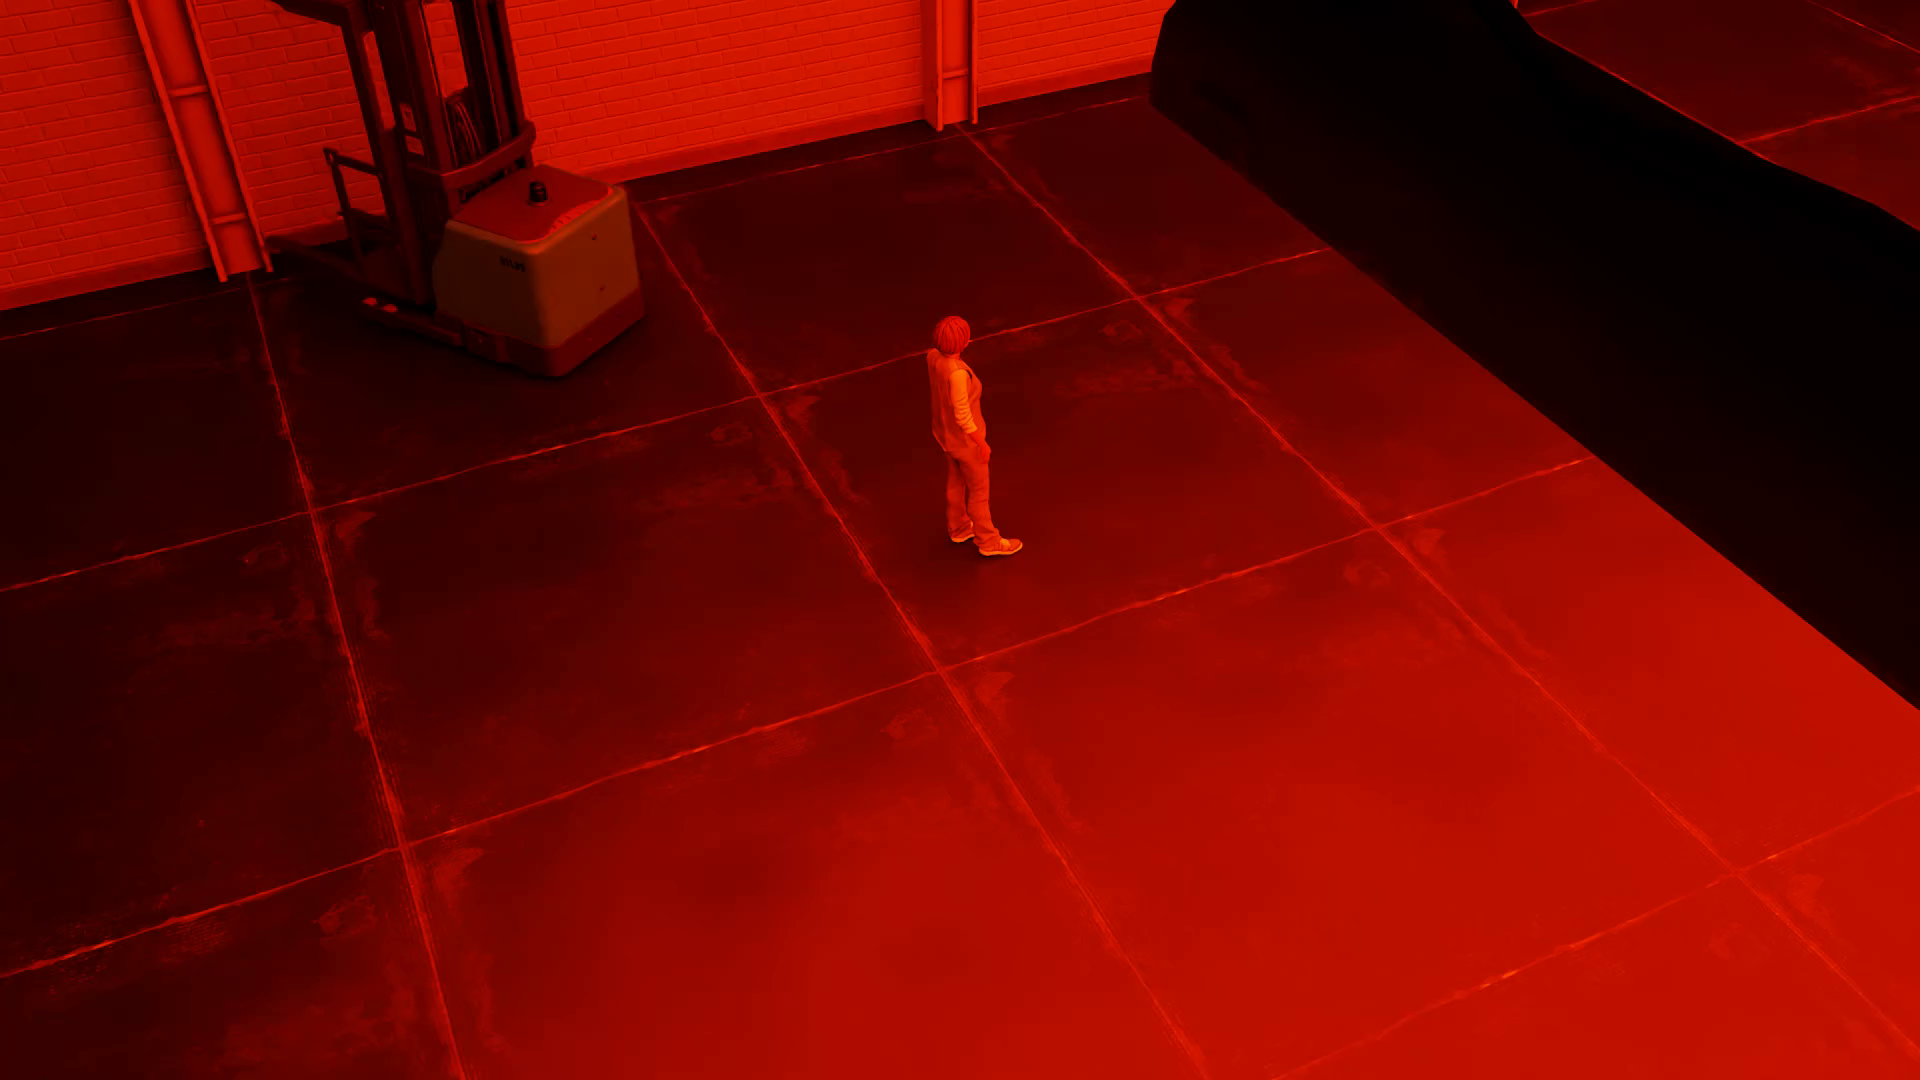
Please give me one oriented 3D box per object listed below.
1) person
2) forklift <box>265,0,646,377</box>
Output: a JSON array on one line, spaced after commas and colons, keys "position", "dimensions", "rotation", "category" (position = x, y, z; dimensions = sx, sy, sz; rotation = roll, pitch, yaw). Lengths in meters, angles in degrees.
[{"position": [0.073, -0.630, 9.801], "dimensions": [0.475, 1.597, 0.520], "rotation": [-17, 43, -19], "category": "person"}, {"position": [-3.838, -2.951, 11.552], "dimensions": [3.031, 2.935, 1.130], "rotation": [20, 44, 22], "category": "forklift"}]
